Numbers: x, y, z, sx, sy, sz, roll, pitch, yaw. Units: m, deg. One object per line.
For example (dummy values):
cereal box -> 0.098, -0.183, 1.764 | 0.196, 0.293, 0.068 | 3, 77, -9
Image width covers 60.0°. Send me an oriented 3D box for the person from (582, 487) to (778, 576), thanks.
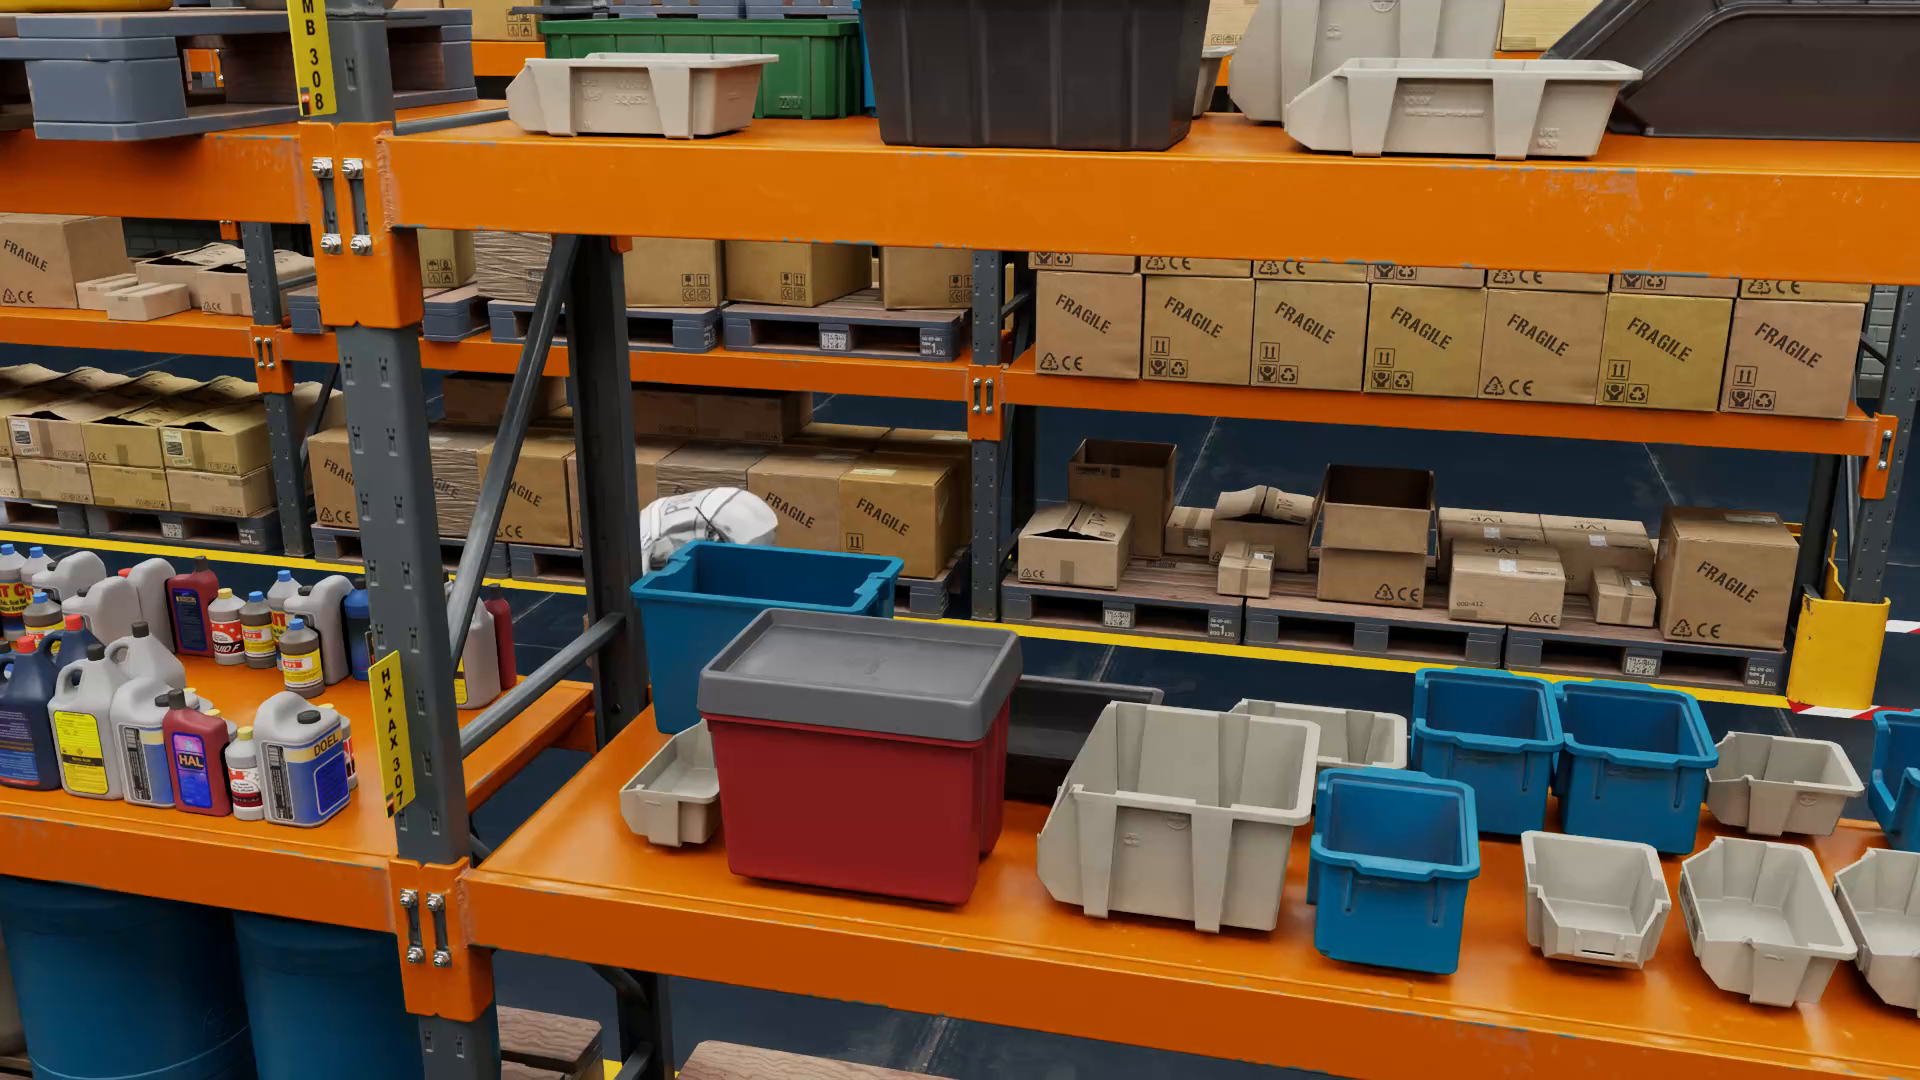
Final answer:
person -> -1.280, 0.209, 7.629 | 0.904, 0.908, 0.465 | 4, 19, 11
